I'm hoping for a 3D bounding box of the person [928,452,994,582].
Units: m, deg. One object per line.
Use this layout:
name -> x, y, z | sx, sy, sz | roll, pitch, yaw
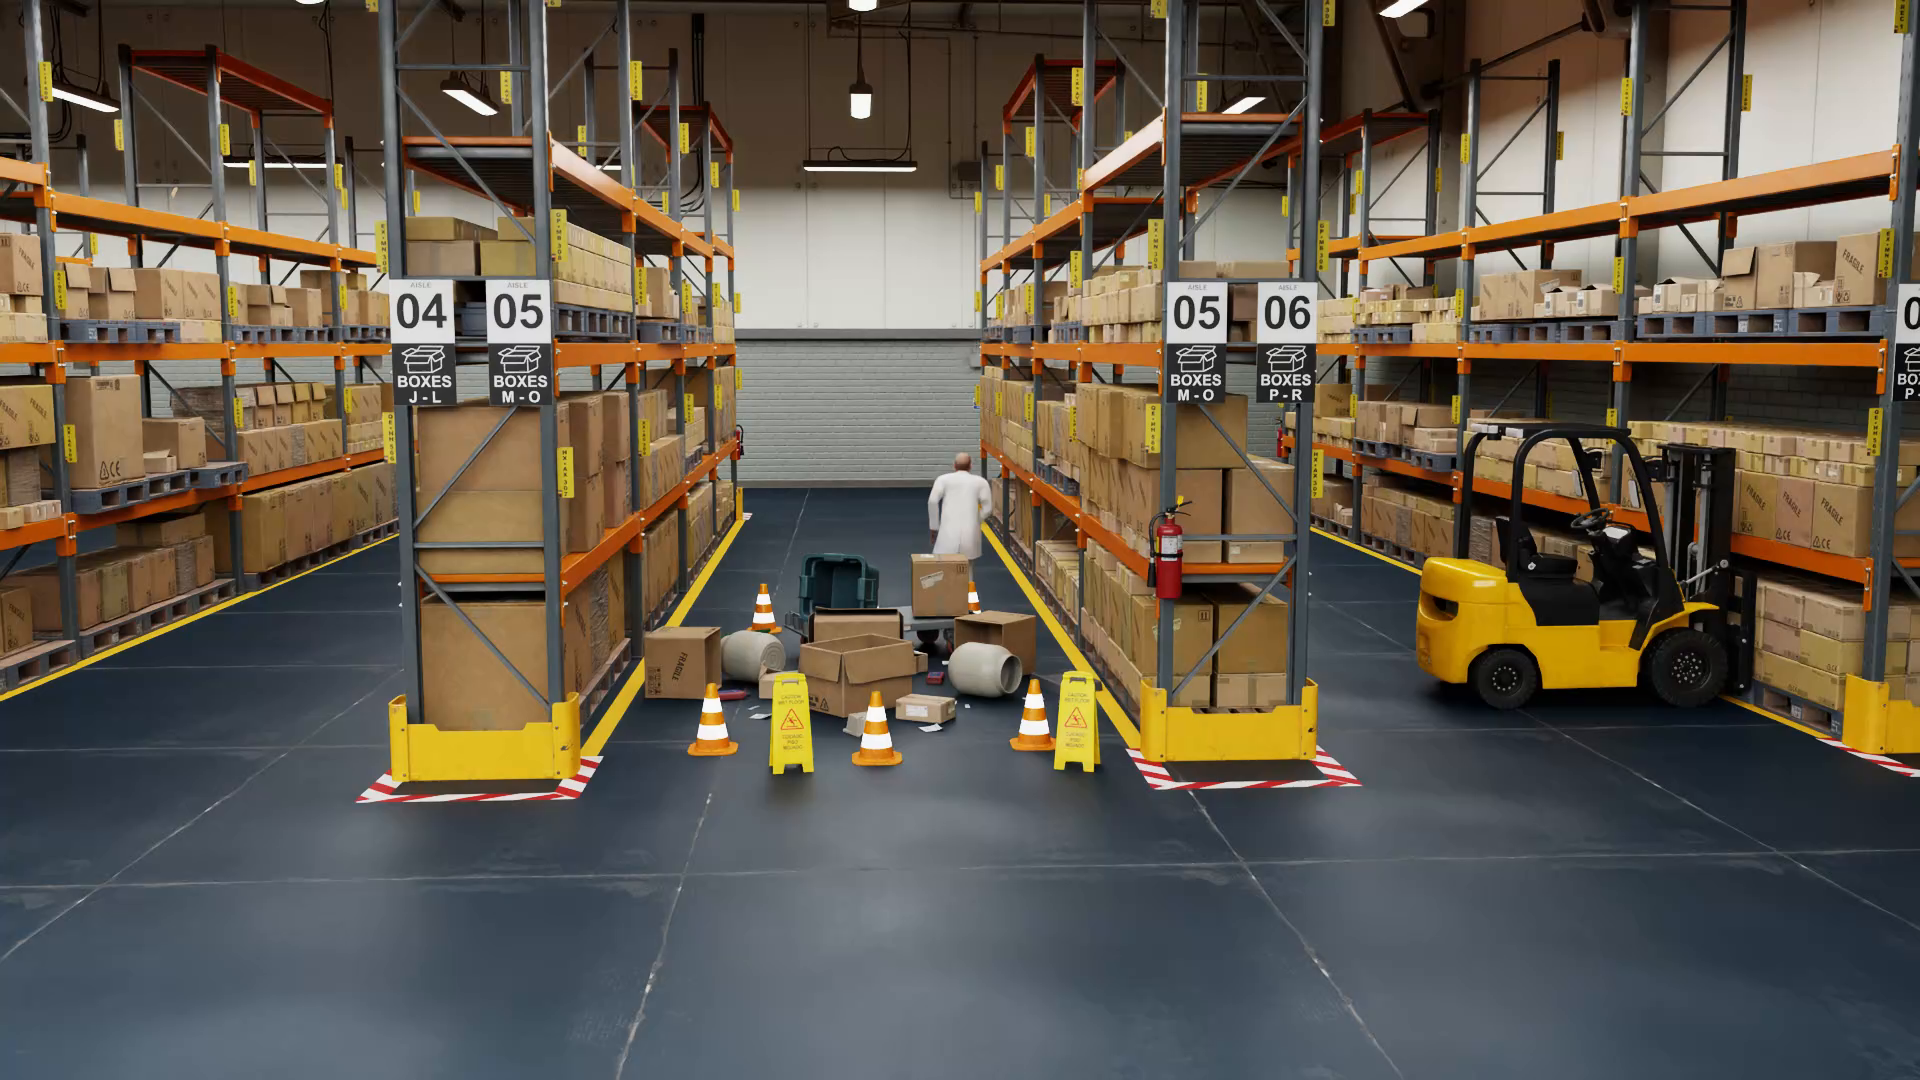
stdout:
person -> 0.013, -0.058, 17.207 | 0.688, 1.672, 0.827 | 0, 7, -4
